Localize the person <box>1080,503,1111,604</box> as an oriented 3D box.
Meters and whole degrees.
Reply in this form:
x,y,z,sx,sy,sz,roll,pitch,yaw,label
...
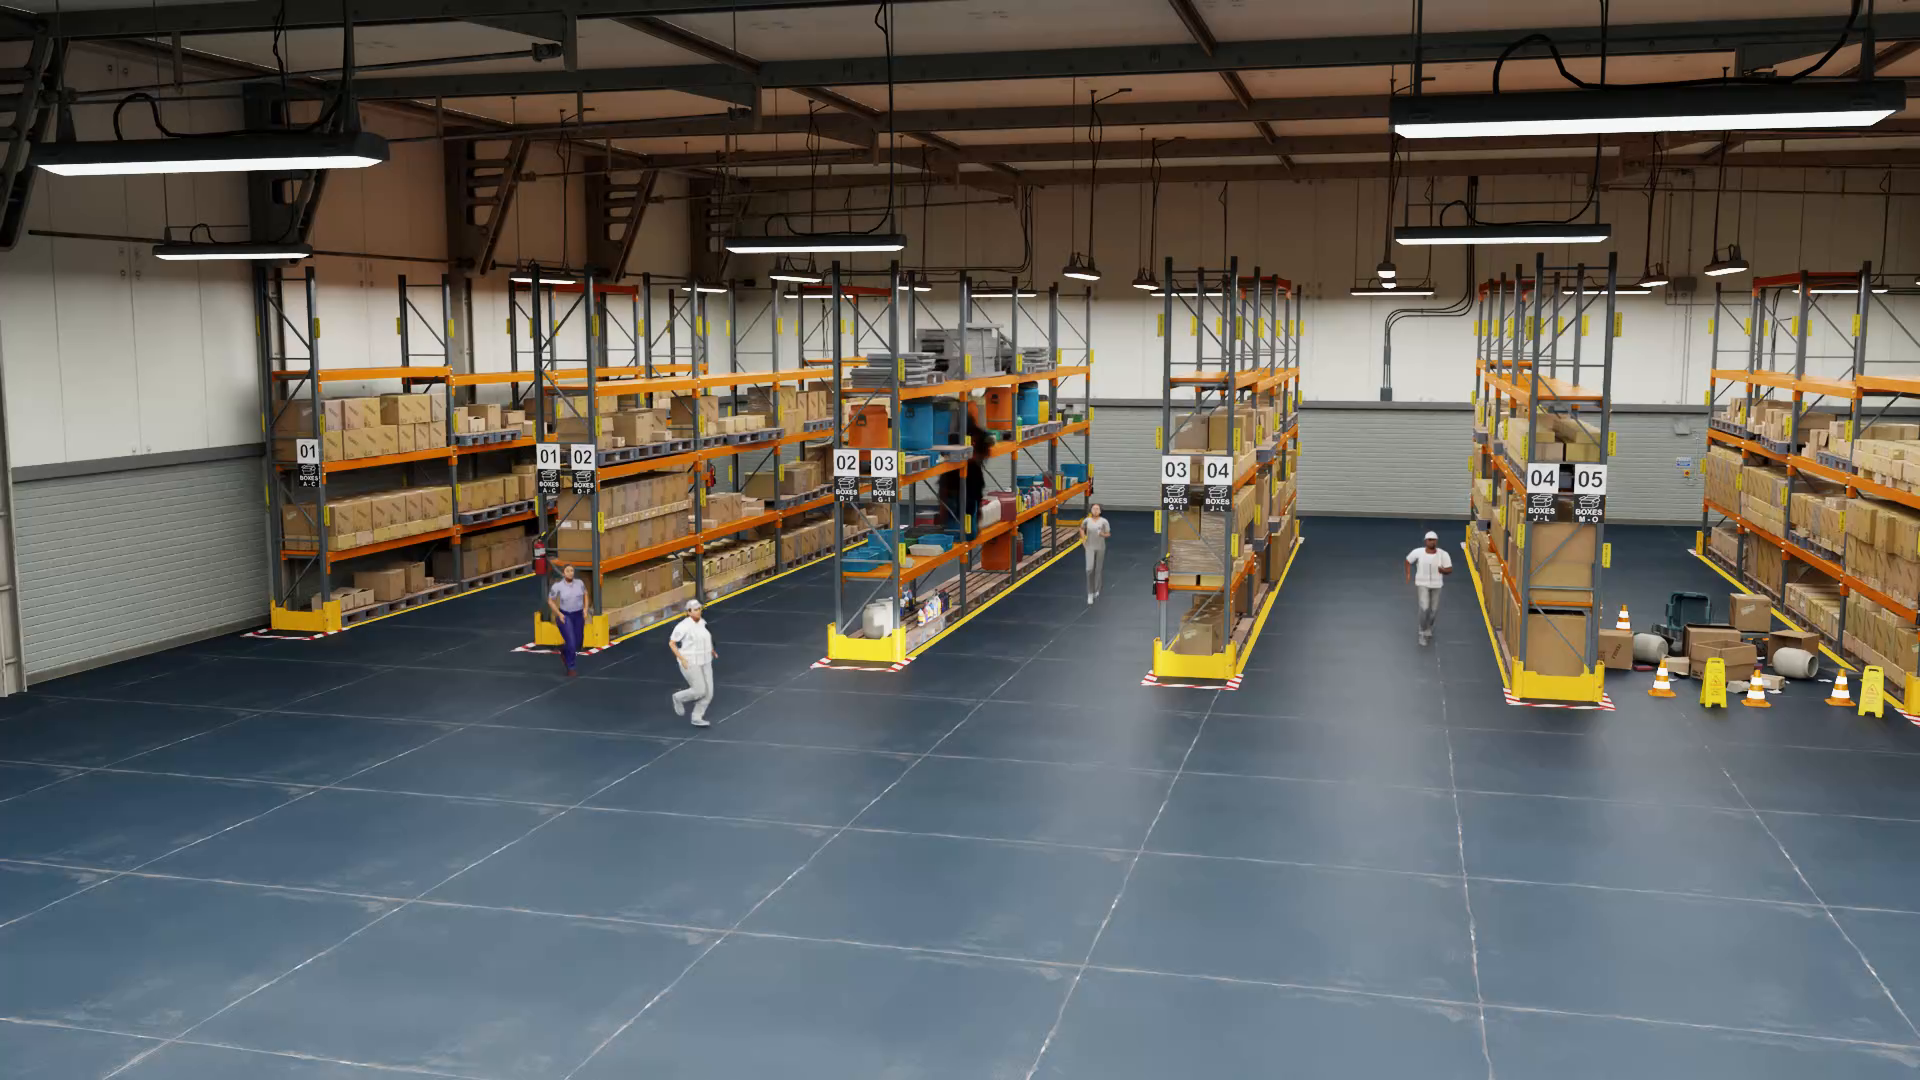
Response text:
x,y,z,sx,sy,sz,roll,pitch,yaw,label
2.351,0.228,29.016,0.543,1.764,0.668,1,7,5,person

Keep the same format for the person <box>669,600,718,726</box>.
x,y,z,sx,sy,sz,roll,pitch,yaw,label
-3.338,1.552,21.016,0.542,1.612,0.621,5,9,36,person

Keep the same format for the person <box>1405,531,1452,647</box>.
x,y,z,sx,sy,sz,roll,pitch,yaw,label
7.479,0.771,26.527,0.678,1.831,0.770,0,7,3,person

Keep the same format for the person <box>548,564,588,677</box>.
x,y,z,sx,sy,sz,roll,pitch,yaw,label
-5.708,1.150,24.211,0.613,1.648,0.671,-6,9,-38,person
